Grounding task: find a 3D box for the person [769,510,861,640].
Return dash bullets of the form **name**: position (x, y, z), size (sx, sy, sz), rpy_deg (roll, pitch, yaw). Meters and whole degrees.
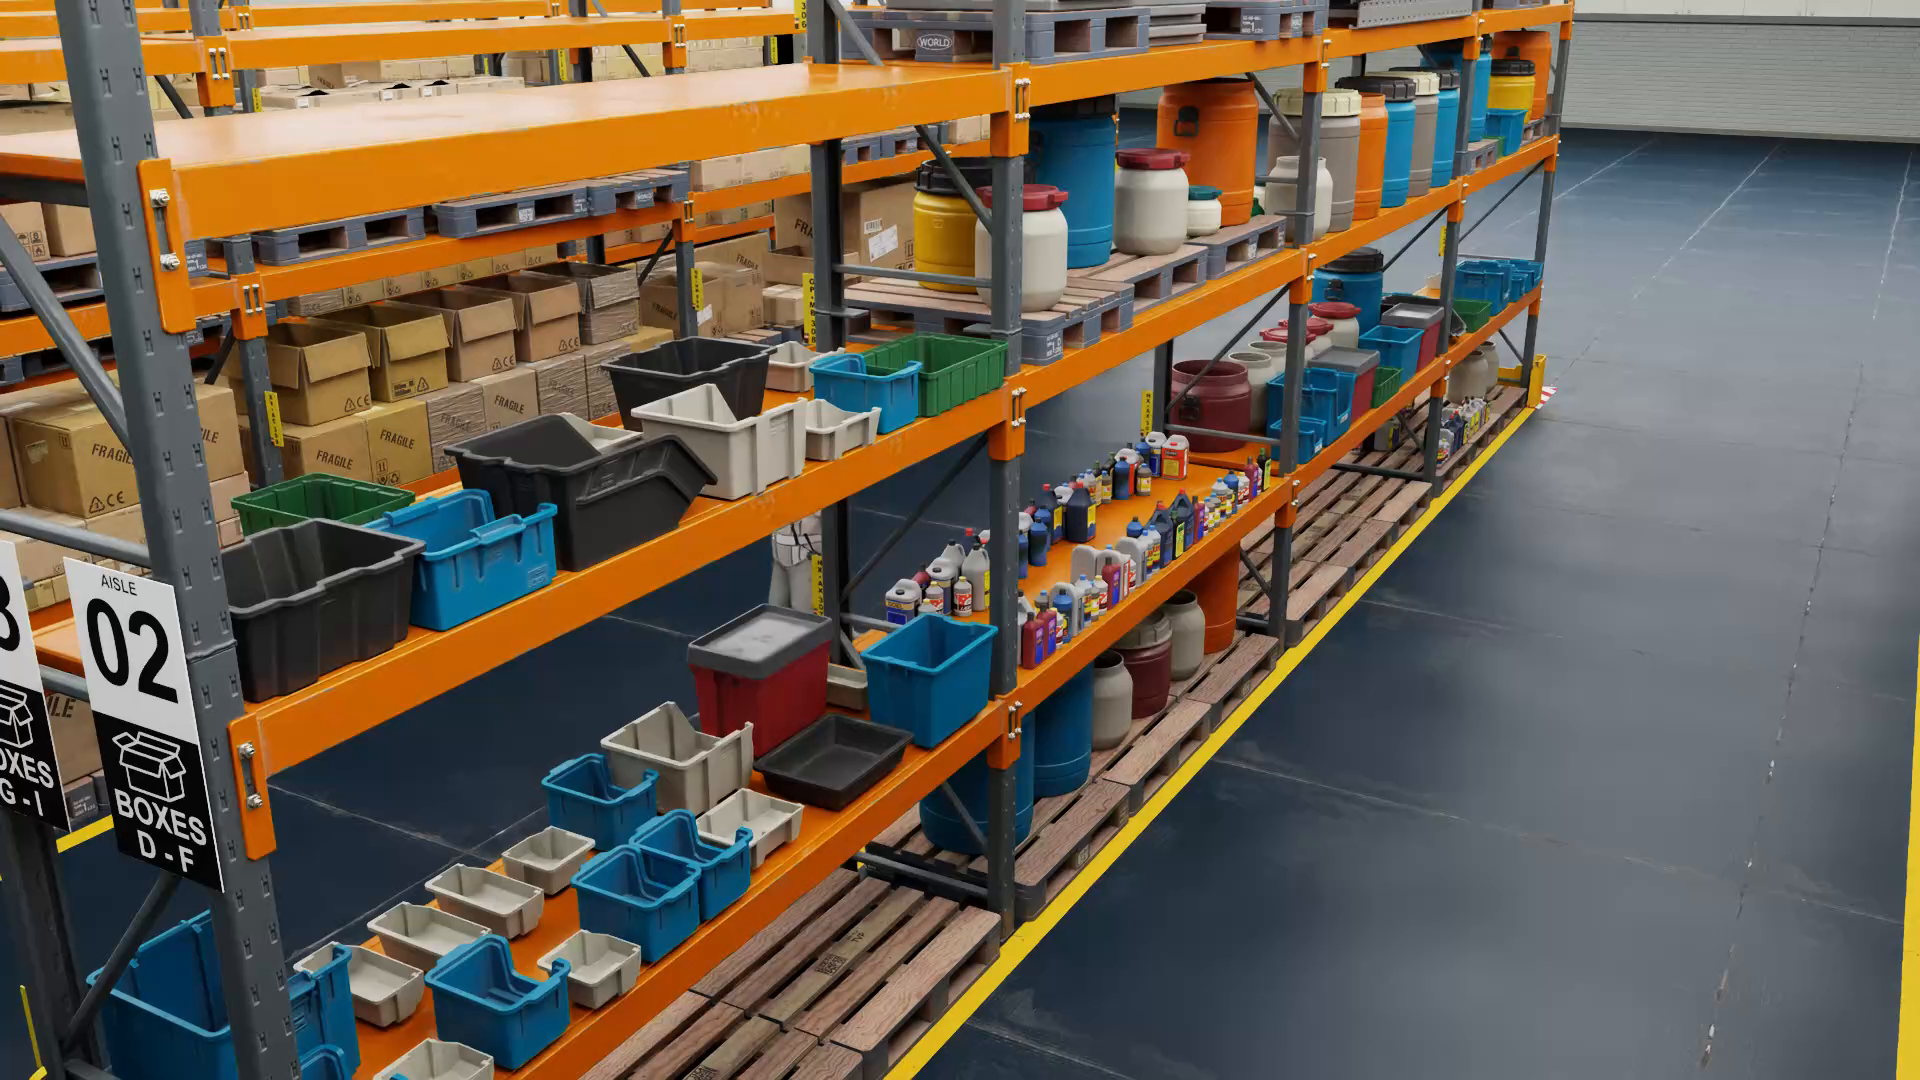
- **person**: position (-0.997, 0.118, 10.701), size (0.728, 1.729, 0.582), rpy_deg (-12, 22, -30)
